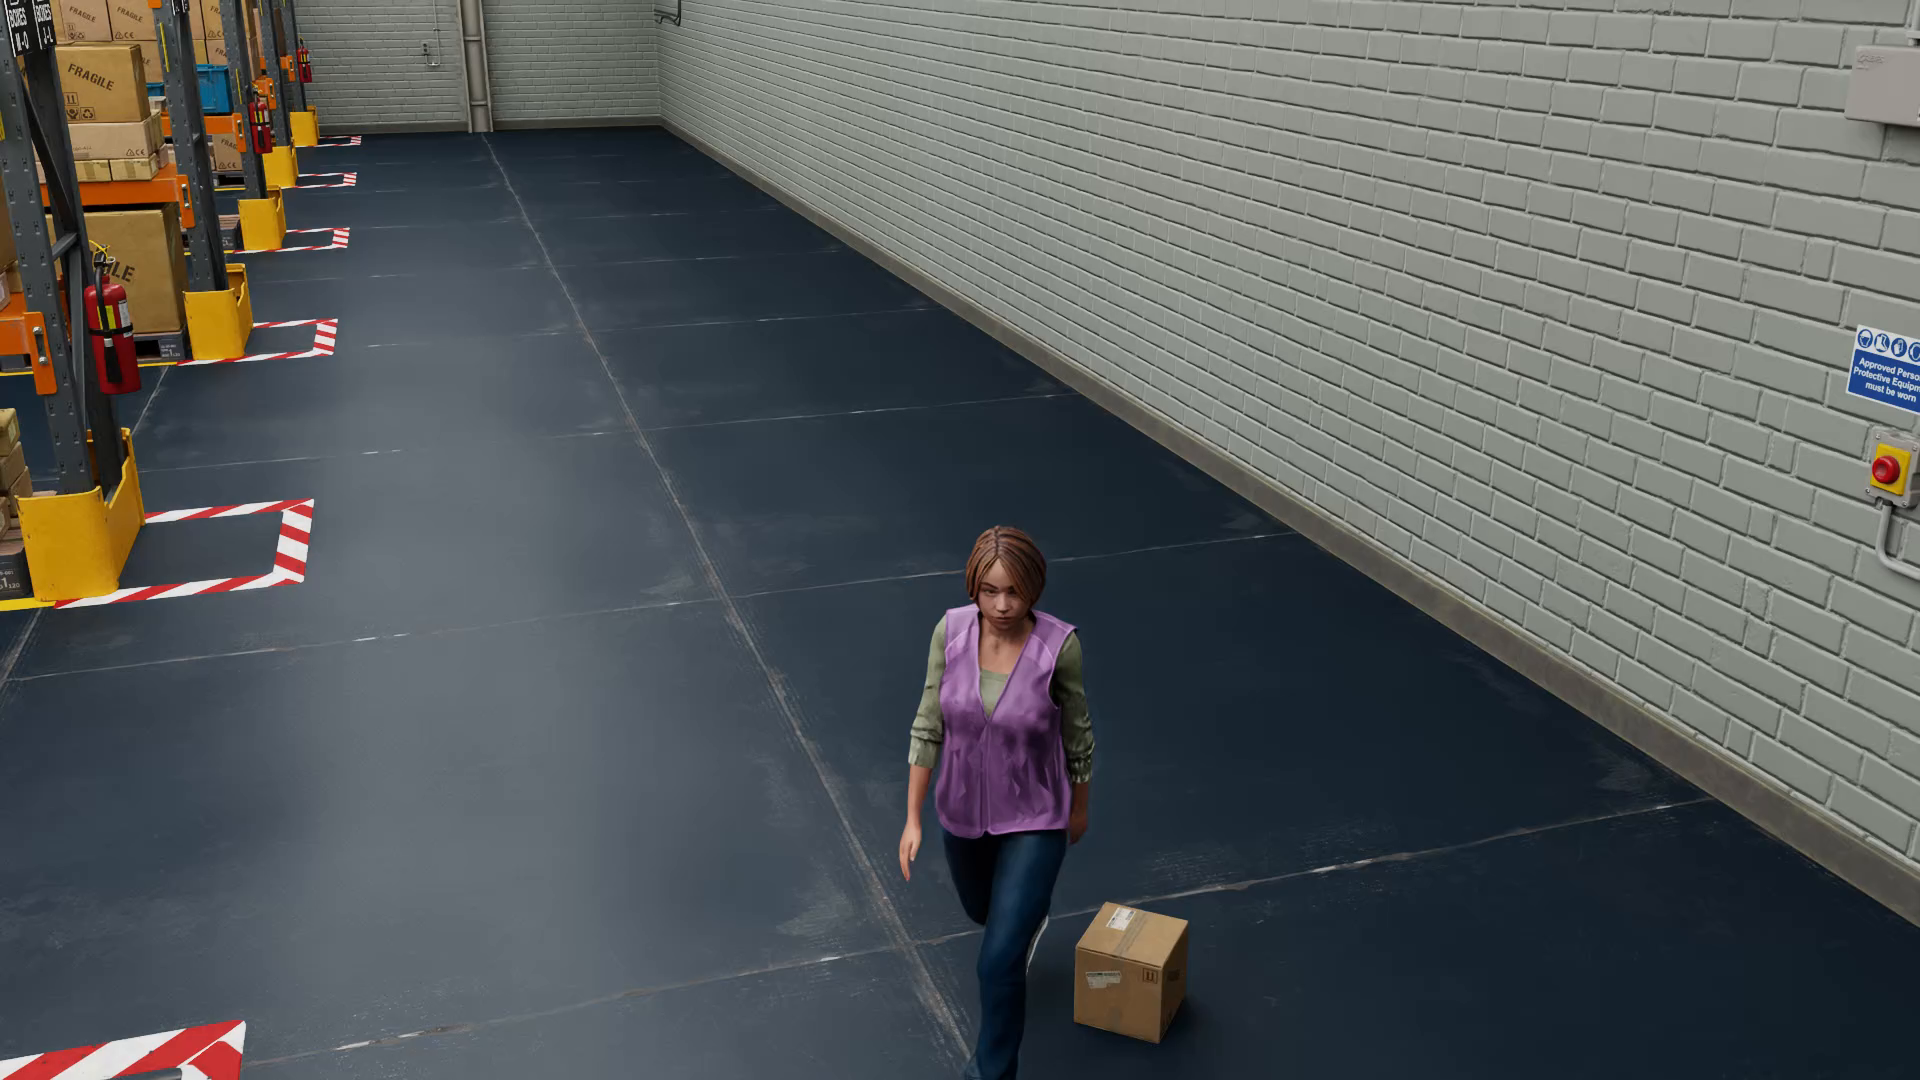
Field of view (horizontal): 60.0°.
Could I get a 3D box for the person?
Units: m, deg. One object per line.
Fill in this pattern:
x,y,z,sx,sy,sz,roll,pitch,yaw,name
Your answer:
0.120,0.667,4.205,0.426,1.540,0.968,8,21,20,person
